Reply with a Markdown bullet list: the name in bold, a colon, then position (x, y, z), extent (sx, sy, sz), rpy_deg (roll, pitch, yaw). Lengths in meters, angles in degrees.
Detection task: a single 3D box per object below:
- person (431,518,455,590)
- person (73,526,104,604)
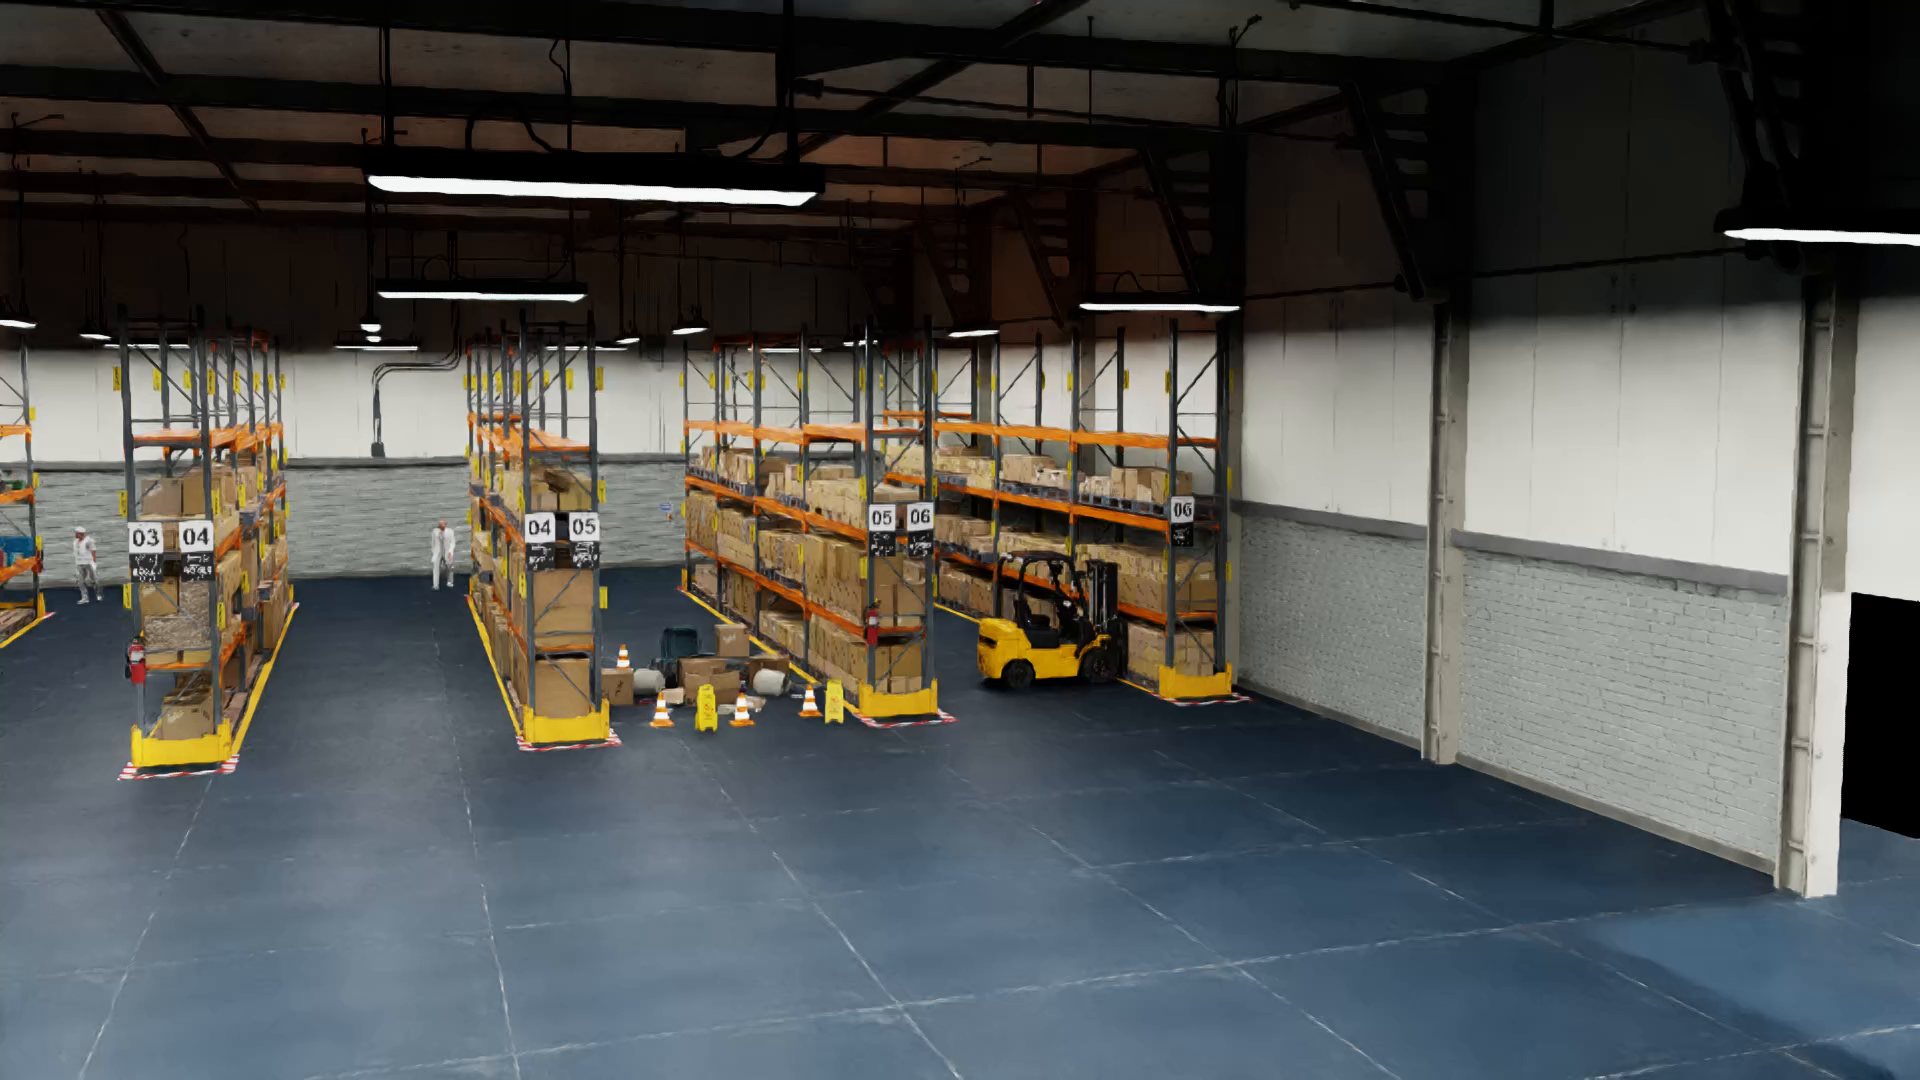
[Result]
- **person**: position (-12.492, 0.317, 40.214), extent (0.575, 1.714, 1.104), rpy_deg (-1, 6, -10)
- **person**: position (-19.795, 0.548, 37.735), extent (0.585, 1.772, 0.575), rpy_deg (2, 6, 16)
